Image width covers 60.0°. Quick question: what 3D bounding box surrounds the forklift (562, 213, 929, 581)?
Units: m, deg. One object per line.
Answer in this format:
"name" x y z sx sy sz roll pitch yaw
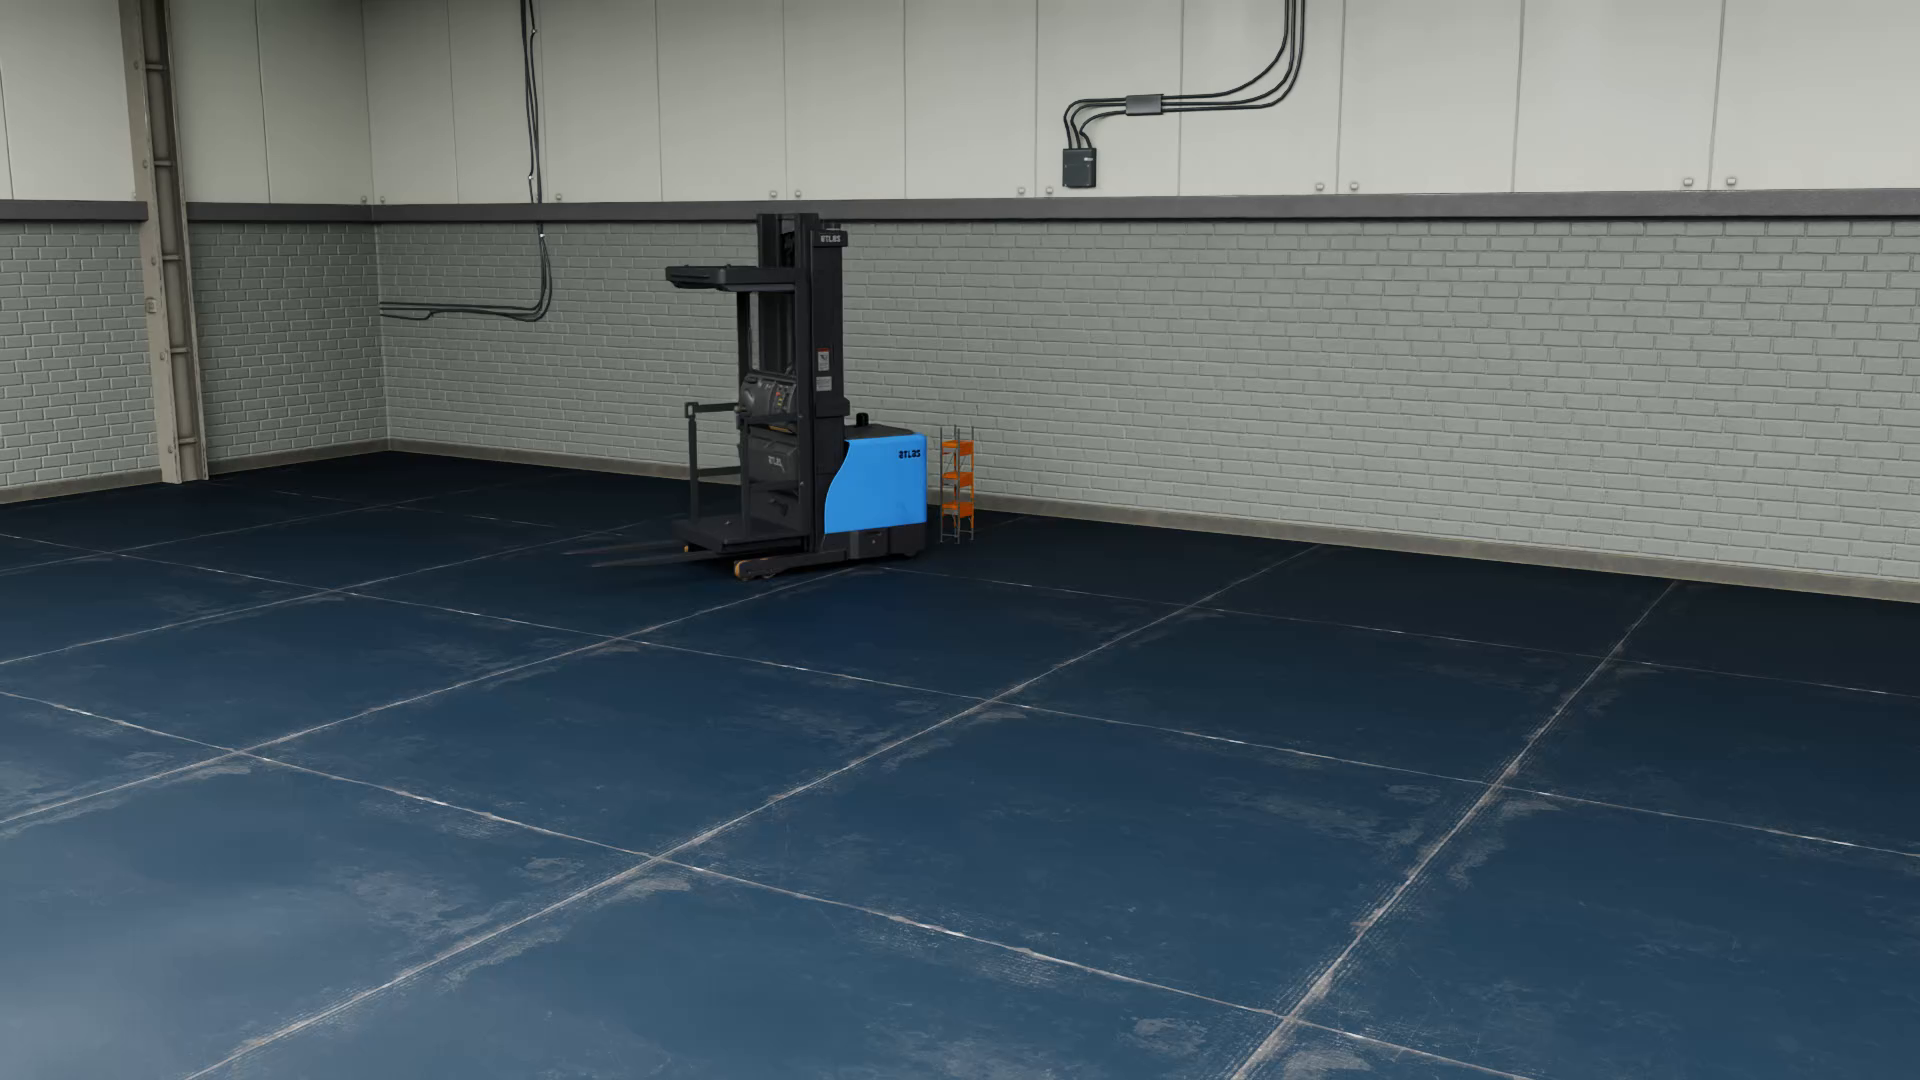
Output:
"forklift" -1.781 -1.220 13.802 3.031 2.935 1.130 -7 13 -33

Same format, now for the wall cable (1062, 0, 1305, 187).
"wall cable" 1.974 -6.200 14.668 2.305 6.003 0.169 6 12 31

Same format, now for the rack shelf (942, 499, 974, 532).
"rack shelf" -0.028 -0.224 15.162 0.215 0.259 0.240 6 12 31

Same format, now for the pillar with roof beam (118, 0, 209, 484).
"pillar with roof beam" -5.112 -4.689 15.842 9.100 9.000 0.400 6 12 31

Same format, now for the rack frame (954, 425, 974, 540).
"rack frame" 0.036 -0.527 15.211 0.200 1.050 0.008 6 12 31

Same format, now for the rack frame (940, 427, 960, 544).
"rack frame" -0.091 -0.488 15.006 0.200 1.050 0.008 6 12 31

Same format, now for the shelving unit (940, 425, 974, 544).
"shelving unit" -0.028 -0.508 15.108 0.215 1.050 0.252 6 12 31

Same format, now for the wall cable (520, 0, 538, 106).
"wall cable" -3.819 -6.135 18.280 3.097 2.526 0.112 6 12 31

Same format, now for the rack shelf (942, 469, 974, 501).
"rack shelf" -0.028 -0.497 15.110 0.215 0.259 0.240 6 12 31

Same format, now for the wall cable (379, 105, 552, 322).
"wall cable" -6.131 -3.911 20.125 3.097 2.526 0.112 6 12 31

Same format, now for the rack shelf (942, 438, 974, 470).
"rack shelf" -0.028 -0.776 15.058 0.215 0.259 0.240 6 12 31
